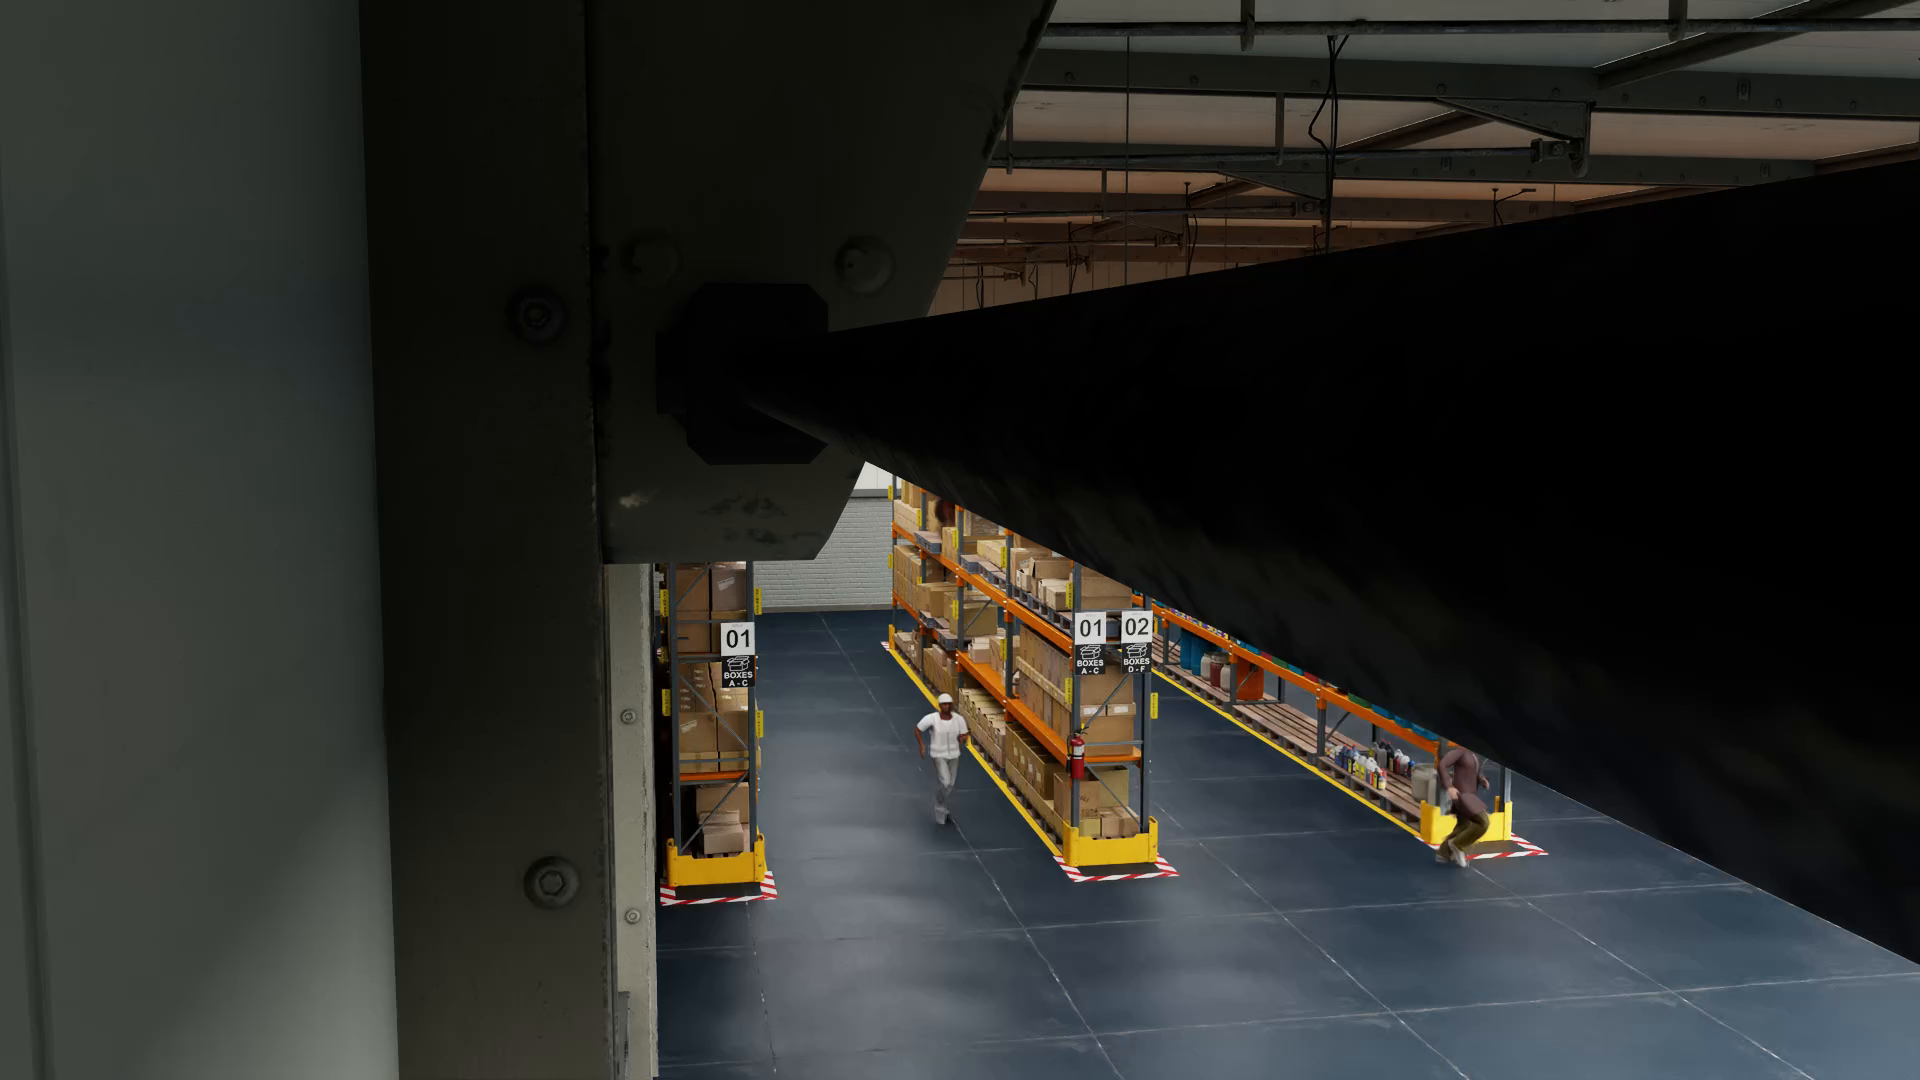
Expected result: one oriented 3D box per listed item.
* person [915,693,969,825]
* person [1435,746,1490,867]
[{"bbox_3d":[-0.202,2.997,22.802,0.671,1.801,0.728,-3,7,-25],"label":"person"},{"bbox_3d":[6.316,3.213,20.786,0.673,1.709,0.727,3,7,29],"label":"person"}]
